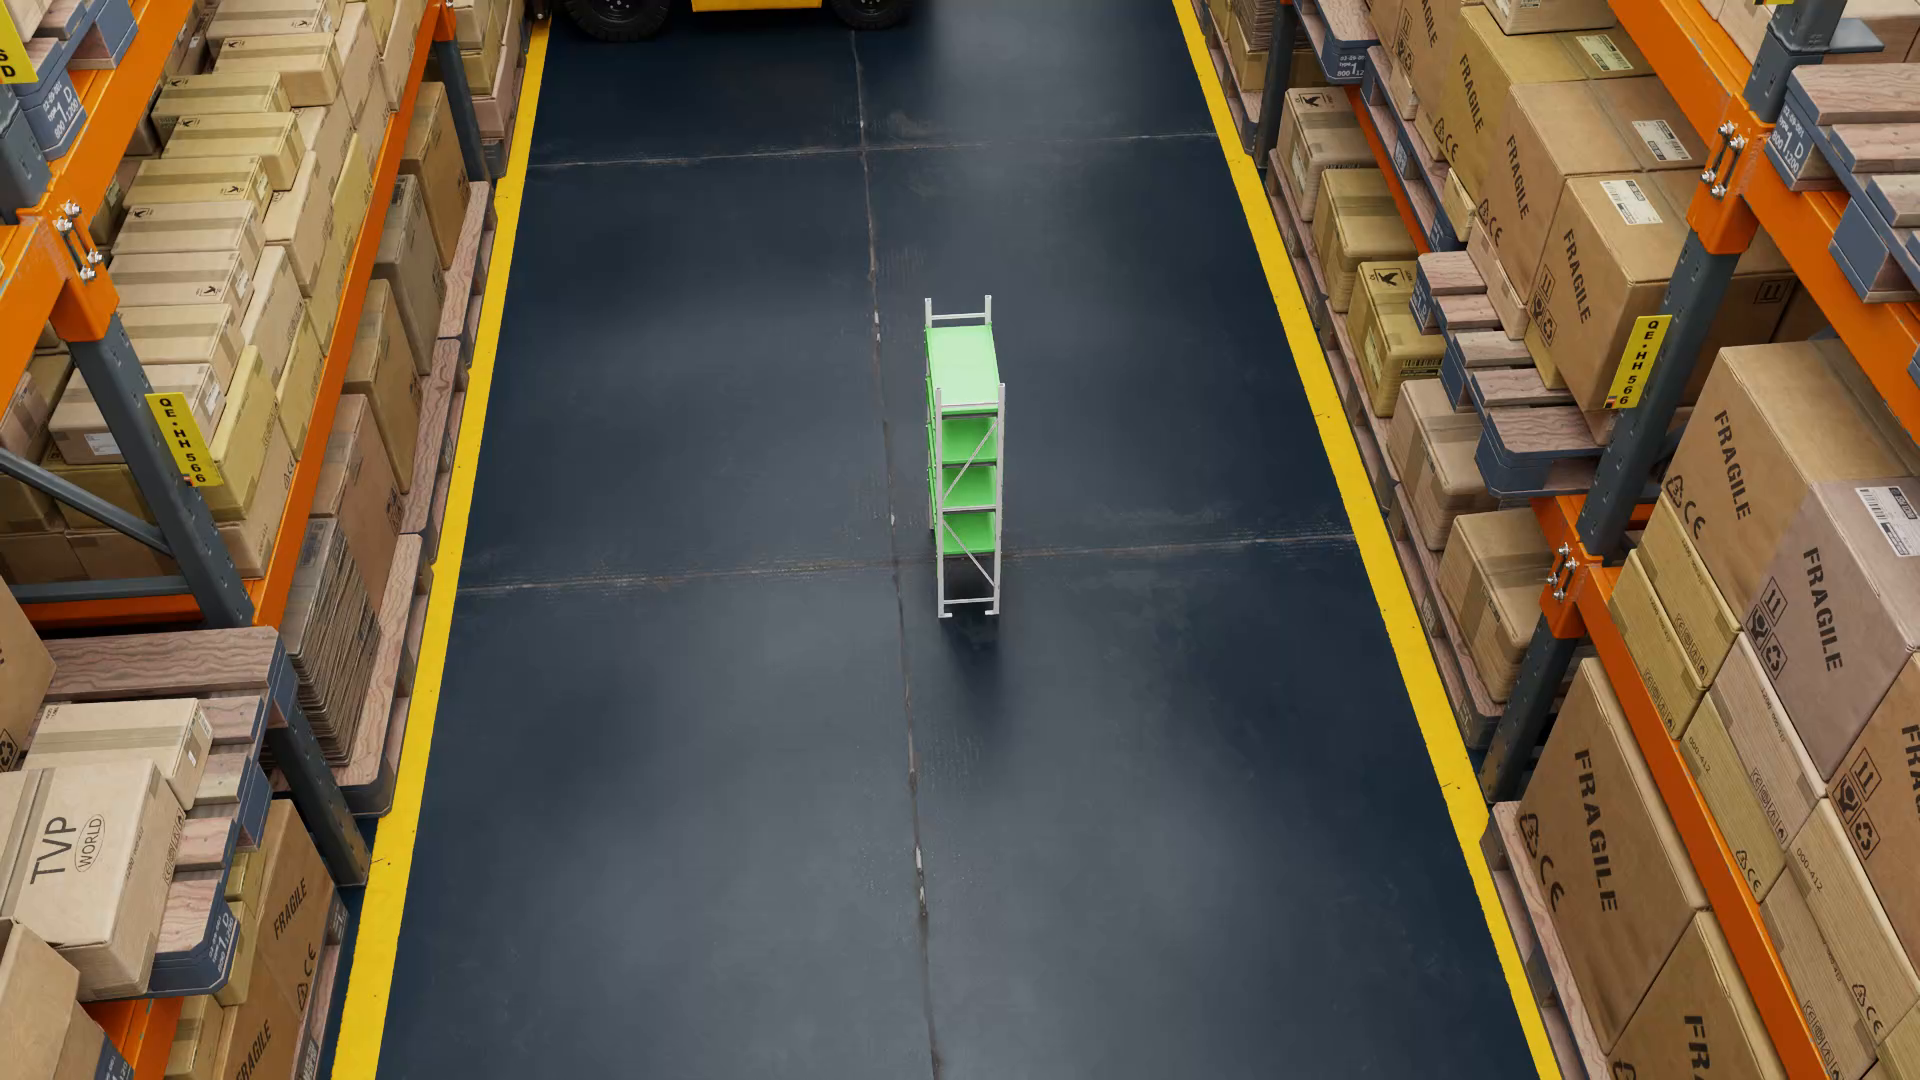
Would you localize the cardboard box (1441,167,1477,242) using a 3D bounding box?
[{"bbox_3d":[1.917,-1.182,5.824,0.380,0.149,0.250,-3,47,-3],"label":"cardboard box"}]

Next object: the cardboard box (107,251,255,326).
[{"bbox_3d":[-2.361,-0.730,4.996,0.380,0.149,0.250,-2,47,-2],"label":"cardboard box"}]

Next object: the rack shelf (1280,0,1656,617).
[{"bbox_3d":[2.222,-1.351,6.595,1.077,0.370,4.000,-3,47,-3],"label":"rack shelf"}]

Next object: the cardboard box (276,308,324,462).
[{"bbox_3d":[-2.388,-0.495,5.393,0.500,0.250,0.500,-4,47,-4],"label":"cardboard box"}]

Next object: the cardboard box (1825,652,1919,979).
[{"bbox_3d":[2.266,0.576,3.517,0.500,0.500,0.500,-2,47,-2],"label":"cardboard box"}]

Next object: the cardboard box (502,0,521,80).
[{"bbox_3d":[-2.660,-2.676,8.960,0.500,0.250,0.500,-4,47,-4],"label":"cardboard box"}]

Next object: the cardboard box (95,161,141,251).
[{"bbox_3d":[-2.955,-1.008,5.534,0.500,0.250,0.500,-4,47,-4],"label":"cardboard box"}]

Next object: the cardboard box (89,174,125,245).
[{"bbox_3d":[-2.914,-1.068,5.316,0.380,0.149,0.250,-4,47,-4],"label":"cardboard box"}]

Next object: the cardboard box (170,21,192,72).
[{"bbox_3d":[-3.022,-1.805,6.015,0.380,0.149,0.250,-4,47,-4],"label":"cardboard box"}]

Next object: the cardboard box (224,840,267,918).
[{"bbox_3d":[-2.263,0.987,4.871,0.380,0.149,0.250,-6,47,-5],"label":"cardboard box"}]

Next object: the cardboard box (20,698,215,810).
[{"bbox_3d":[-2.119,0.547,4.186,0.380,0.149,0.250,-3,47,-3],"label":"cardboard box"}]

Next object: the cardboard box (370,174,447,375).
[{"bbox_3d":[-2.779,-1.130,7.237,0.875,0.625,0.625,-4,47,-4],"label":"cardboard box"}]

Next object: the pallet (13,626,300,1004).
[{"bbox_3d":[-2.430,0.705,4.285,1.213,0.211,1.003,-3,47,-3],"label":"pallet"}]

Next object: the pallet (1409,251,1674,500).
[{"bbox_3d":[2.223,-0.594,5.515,1.213,0.211,1.003,-3,47,-3],"label":"pallet"}]

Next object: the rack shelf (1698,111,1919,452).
[{"bbox_3d":[2.557,0.512,2.765,1.077,0.370,4.000,-3,47,-3],"label":"rack shelf"}]

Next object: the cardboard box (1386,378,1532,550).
[{"bbox_3d":[2.282,-0.335,6.658,0.950,0.372,0.625,-4,47,-4],"label":"cardboard box"}]

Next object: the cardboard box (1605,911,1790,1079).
[{"bbox_3d":[2.435,1.586,4.493,0.875,0.875,0.875,-3,47,-3],"label":"cardboard box"}]

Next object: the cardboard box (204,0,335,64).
[{"bbox_3d":[-2.505,-1.842,6.049,0.380,0.149,0.250,-3,47,-3],"label":"cardboard box"}]

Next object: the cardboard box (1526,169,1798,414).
[{"bbox_3d":[2.074,-0.744,4.962,0.500,0.500,0.500,-5,47,-4],"label":"cardboard box"}]

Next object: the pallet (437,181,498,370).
[{"bbox_3d":[-2.791,-1.251,7.926,1.003,0.211,1.213,-3,47,-3],"label":"pallet"}]

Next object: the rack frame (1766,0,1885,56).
[{"bbox_3d":[2.389,-2.214,2.785,1.000,3.000,0.127,-3,47,-3],"label":"rack frame"}]

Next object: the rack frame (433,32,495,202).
[{"bbox_3d":[-2.892,-2.741,7.416,1.000,3.000,0.127,-3,47,-3],"label":"rack frame"}]

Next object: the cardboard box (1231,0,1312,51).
[{"bbox_3d":[1.737,-2.914,8.668,0.500,0.500,0.500,-4,47,-4],"label":"cardboard box"}]

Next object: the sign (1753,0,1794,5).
[{"bbox_3d":[1.848,-1.329,3.657,0.100,0.325,0.005,-3,47,-3],"label":"sign"}]

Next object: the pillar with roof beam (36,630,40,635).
[{"bbox_3d":[0.726,-3.060,3.586,9.100,9.000,0.400,-3,47,-3],"label":"pillar with roof beam"}]

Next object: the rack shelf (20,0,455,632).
[{"bbox_3d":[-2.724,-1.046,6.307,1.077,0.370,4.000,-3,47,-3],"label":"rack shelf"}]

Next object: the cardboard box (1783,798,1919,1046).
[{"bbox_3d":[2.257,0.846,3.779,0.500,0.250,0.500,-4,47,-3],"label":"cardboard box"}]

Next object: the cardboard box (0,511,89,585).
[{"bbox_3d":[-2.849,-0.105,5.023,0.500,0.250,0.500,-4,47,-4],"label":"cardboard box"}]

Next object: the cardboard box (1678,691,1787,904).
[{"bbox_3d":[2.240,0.640,4.317,0.500,0.250,0.500,-5,47,-4],"label":"cardboard box"}]

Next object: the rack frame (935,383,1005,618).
[{"bbox_3d":[0.034,-0.116,6.170,0.240,1.200,0.015,-3,47,-3],"label":"rack frame"}]

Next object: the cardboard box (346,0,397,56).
[{"bbox_3d":[-2.545,-2.150,6.615,0.500,0.250,0.500,-5,47,-4],"label":"cardboard box"}]

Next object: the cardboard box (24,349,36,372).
[{"bbox_3d":[-2.919,-0.510,4.788,0.380,0.149,0.250,-2,47,-2],"label":"cardboard box"}]

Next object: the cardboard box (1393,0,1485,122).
[{"bbox_3d":[1.932,-1.878,6.036,0.500,0.500,0.500,-5,47,-5],"label":"cardboard box"}]

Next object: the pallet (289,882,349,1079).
[{"bbox_3d":[-2.532,1.655,5.174,1.003,0.211,1.213,-3,47,-3],"label":"pallet"}]

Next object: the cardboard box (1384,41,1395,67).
[{"bbox_3d":[1.896,-1.935,6.537,0.380,0.149,0.250,-3,47,-3],"label":"cardboard box"}]

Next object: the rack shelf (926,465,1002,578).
[{"bbox_3d":[0.014,-0.084,6.558,0.258,0.148,0.480,-3,47,-3],"label":"rack shelf"}]

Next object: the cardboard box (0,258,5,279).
[{"bbox_3d":[-2.272,-0.470,3.303,0.500,0.250,0.500,-5,47,-5],"label":"cardboard box"}]

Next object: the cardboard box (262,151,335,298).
[{"bbox_3d":[-2.417,-1.045,5.569,0.500,0.250,0.500,-5,47,-4],"label":"cardboard box"}]

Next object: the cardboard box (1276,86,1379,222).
[{"bbox_3d":[2.101,-1.907,8.147,0.950,0.372,0.625,-3,47,-3],"label":"cardboard box"}]

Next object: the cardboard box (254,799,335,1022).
[{"bbox_3d":[-2.307,1.161,5.153,0.500,0.500,0.500,-2,47,-2],"label":"cardboard box"}]

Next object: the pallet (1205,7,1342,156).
[{"bbox_3d":[1.963,-2.570,9.175,1.003,0.211,1.213,-3,47,-3],"label":"pallet"}]

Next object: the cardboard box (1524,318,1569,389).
[{"bbox_3d":[2.033,-0.622,5.293,0.380,0.149,0.250,-3,47,-3],"label":"cardboard box"}]

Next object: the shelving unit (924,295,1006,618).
[{"bbox_3d":[0.014,-0.293,6.337,0.258,1.200,0.503,-3,47,-3],"label":"shelving unit"}]

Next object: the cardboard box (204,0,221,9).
[{"bbox_3d":[-3.073,-2.114,6.582,0.500,0.250,0.500,-4,47,-4],"label":"cardboard box"}]

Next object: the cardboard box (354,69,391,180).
[{"bbox_3d":[-2.530,-1.616,6.454,0.500,0.250,0.500,-3,47,-3],"label":"cardboard box"}]

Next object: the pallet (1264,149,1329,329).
[{"bbox_3d":[2.121,-1.523,8.184,1.003,0.211,1.213,-3,47,-3],"label":"pallet"}]

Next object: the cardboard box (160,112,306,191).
[{"bbox_3d":[-2.408,-1.286,5.523,0.380,0.149,0.250,-3,47,-2],"label":"cardboard box"}]

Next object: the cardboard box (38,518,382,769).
[{"bbox_3d":[-2.595,0.373,5.813,0.875,0.625,0.625,-2,47,-2],"label":"cardboard box"}]

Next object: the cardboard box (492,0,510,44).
[{"bbox_3d":[-2.669,-2.845,8.775,0.500,0.250,0.500,-4,47,-4],"label":"cardboard box"}]

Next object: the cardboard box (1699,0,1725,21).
[{"bbox_3d":[2.125,-1.491,4.339,0.380,0.149,0.250,-3,47,-3],"label":"cardboard box"}]
